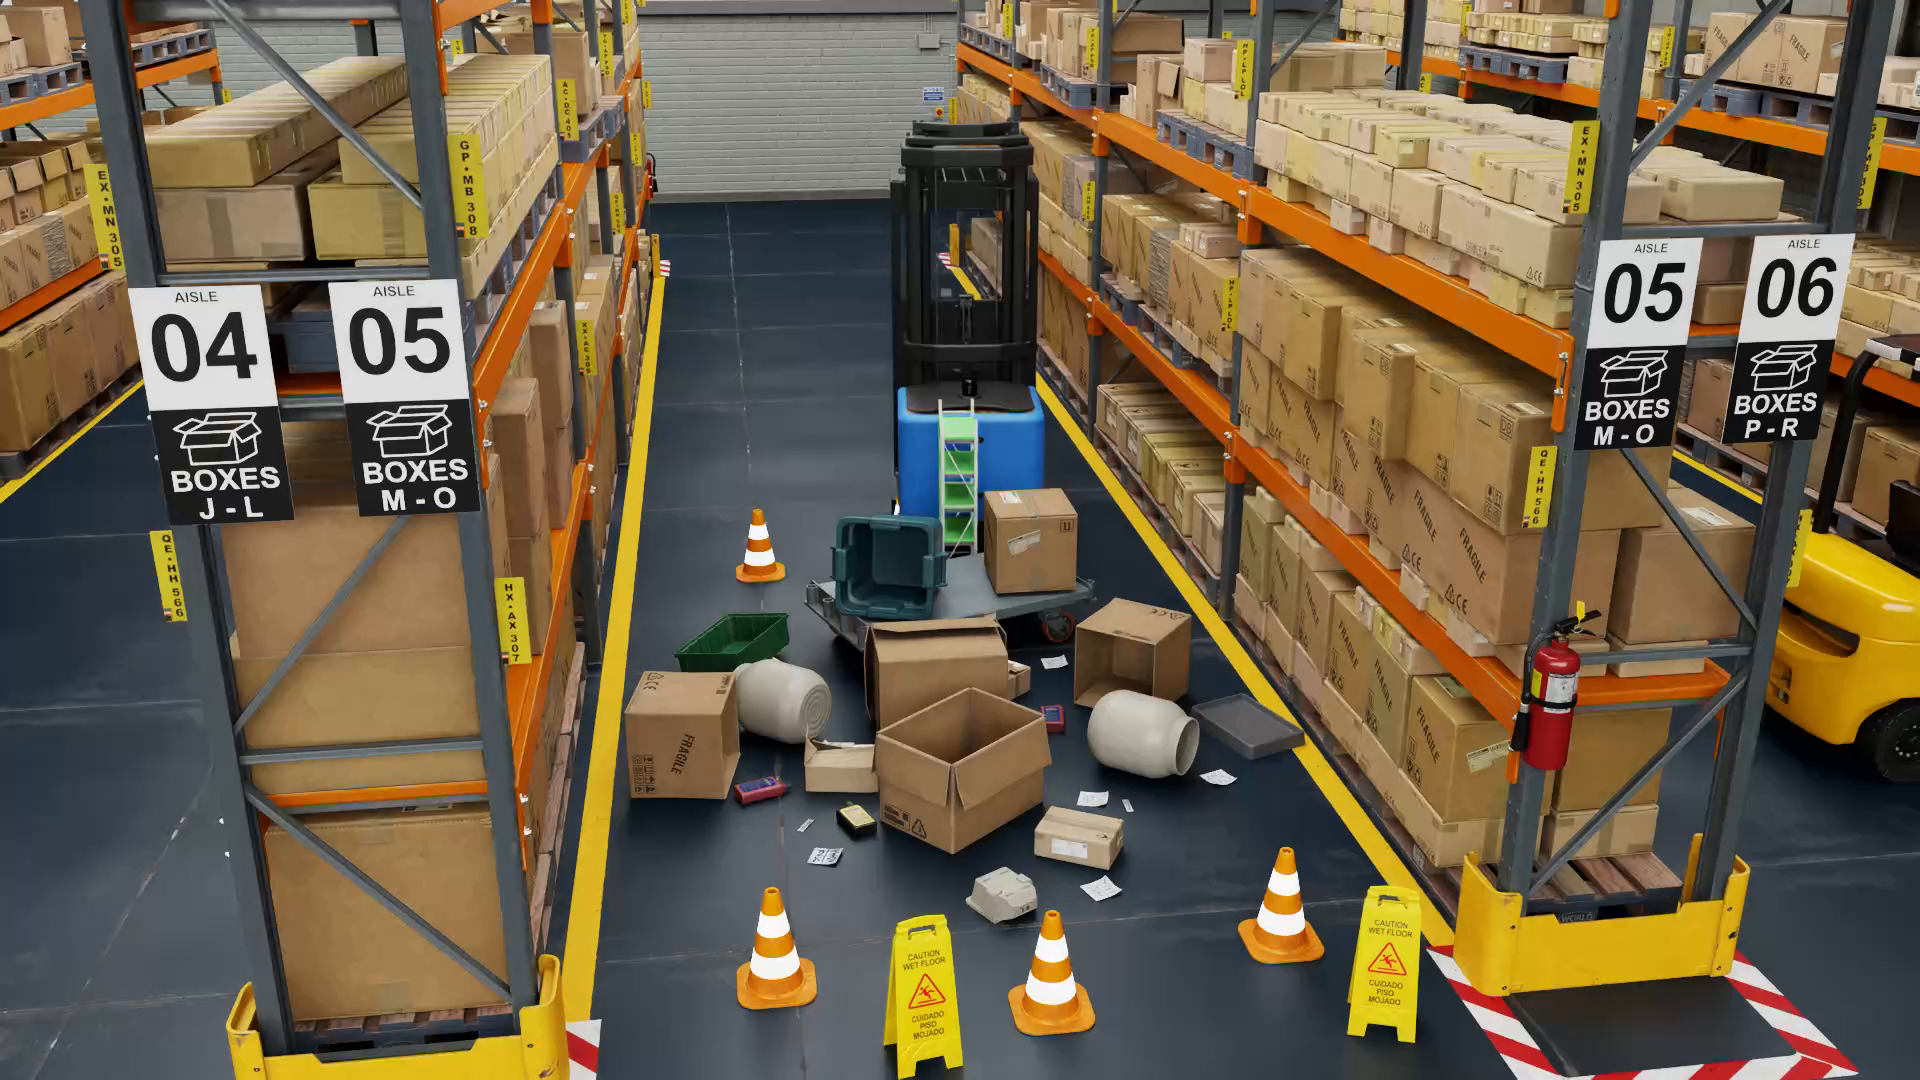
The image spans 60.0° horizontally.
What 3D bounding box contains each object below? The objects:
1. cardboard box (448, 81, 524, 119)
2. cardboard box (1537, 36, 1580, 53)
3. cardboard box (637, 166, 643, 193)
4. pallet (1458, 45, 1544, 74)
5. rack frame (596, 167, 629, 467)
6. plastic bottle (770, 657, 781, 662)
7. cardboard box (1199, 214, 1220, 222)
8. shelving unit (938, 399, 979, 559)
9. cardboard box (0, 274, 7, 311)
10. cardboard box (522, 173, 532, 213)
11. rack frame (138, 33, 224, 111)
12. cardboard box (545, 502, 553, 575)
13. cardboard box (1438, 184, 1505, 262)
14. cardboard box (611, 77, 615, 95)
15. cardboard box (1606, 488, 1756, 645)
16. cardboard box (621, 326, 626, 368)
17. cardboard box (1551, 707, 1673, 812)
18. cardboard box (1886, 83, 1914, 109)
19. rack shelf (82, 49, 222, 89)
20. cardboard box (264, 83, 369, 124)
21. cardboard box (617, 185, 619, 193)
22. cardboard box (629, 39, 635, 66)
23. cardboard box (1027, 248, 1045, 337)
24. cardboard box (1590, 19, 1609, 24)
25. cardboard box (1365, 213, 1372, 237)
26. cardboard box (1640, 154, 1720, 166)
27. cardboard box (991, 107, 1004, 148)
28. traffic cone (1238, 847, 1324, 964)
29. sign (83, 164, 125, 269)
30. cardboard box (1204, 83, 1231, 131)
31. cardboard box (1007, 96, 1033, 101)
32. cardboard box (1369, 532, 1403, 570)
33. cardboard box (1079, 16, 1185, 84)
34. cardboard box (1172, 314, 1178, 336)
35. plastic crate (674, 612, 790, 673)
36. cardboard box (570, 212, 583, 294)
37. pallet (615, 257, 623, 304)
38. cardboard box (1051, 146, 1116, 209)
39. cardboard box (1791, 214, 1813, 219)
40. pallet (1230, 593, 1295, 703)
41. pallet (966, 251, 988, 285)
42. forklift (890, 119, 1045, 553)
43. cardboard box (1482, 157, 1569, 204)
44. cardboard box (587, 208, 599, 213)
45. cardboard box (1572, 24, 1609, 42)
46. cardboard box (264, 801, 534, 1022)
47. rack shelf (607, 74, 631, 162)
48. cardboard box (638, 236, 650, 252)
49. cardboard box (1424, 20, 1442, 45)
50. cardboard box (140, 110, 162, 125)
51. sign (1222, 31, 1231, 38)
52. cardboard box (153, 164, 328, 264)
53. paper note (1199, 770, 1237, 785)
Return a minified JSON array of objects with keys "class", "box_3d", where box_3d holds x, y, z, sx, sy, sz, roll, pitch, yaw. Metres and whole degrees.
[{"class":"cardboard box","box_3d":[-2.103,-1.900,7.206,0.380,0.149,0.250,-3,21,-7]},{"class":"cardboard box","box_3d":[5.848,-4.815,16.149,0.380,0.149,0.250,-2,21,-7]},{"class":"cardboard box","box_3d":[-3.781,-4.119,18.390,0.500,0.500,0.500,-3,21,-9]},{"class":"pallet","box_3d":[5.976,-5.026,17.367,1.213,0.211,1.003,-3,21,-8]},{"class":"rack frame","box_3d":[-3.267,-2.017,13.329,1.000,3.000,0.127,-3,21,-8]},{"class":"plastic bottle","box_3d":[-1.157,0.764,10.083,0.133,0.061,0.283,-15,25,-35]},{"class":"cardboard box","box_3d":[2.116,-2.188,12.619,0.500,0.500,0.500,-4,21,-11]},{"class":"shelving unit","box_3d":[-0.015,-0.309,11.328,0.258,1.200,0.503,-1,20,-2]},{"class":"cardboard box","box_3d":[-7.991,-2.031,13.223,0.500,0.500,0.500,-2,21,-6]},{"class":"cardboard box","box_3d":[-2.101,-1.525,7.340,0.380,0.149,0.250,-3,21,-8]},{"class":"rack frame","box_3d":[-9.343,-4.572,20.169,1.000,3.000,0.127,-3,21,-8]},{"class":"cardboard box","box_3d":[-2.387,-0.015,7.754,0.875,0.550,0.500,-3,21,-8]},{"class":"cardboard box","box_3d":[2.371,-1.345,7.031,0.500,0.250,0.500,-3,21,-8]},{"class":"cardboard box","box_3d":[-3.243,-4.026,14.278,0.500,0.500,0.500,-3,21,-8]},{"class":"cardboard box","box_3d":[2.976,0.104,7.082,0.500,0.500,0.500,-3,21,-9]},{"class":"cardboard box","box_3d":[-3.127,-1.645,14.234,0.500,0.250,0.500,-4,21,-10]},{"class":"cardboard box","box_3d":[2.923,0.907,7.759,0.500,0.500,0.500,-4,21,-10]},{"class":"cardboard box","box_3d":[6.645,-3.065,11.464,0.380,0.149,0.250,-3,21,-8]},{"class":"rack shelf","box_3d":[-9.055,-4.947,17.916,1.077,0.370,4.000,-3,21,-8]},{"class":"cardboard box","box_3d":[-2.755,-1.867,7.116,0.380,0.149,0.250,-3,21,-8]},{"class":"cardboard box","box_3d":[-3.552,-3.401,16.370,0.380,0.149,0.250,-3,21,-7]},{"class":"cardboard box","box_3d":[-3.786,-5.265,17.952,0.500,0.250,0.500,-2,21,-5]},{"class":"cardboard box","box_3d":[1.208,-2.677,17.534,0.875,0.875,0.875,-2,21,-6]},{"class":"cardboard box","box_3d":[6.358,-4.978,16.162,0.380,0.149,0.250,-2,21,-6]},{"class":"cardboard box","box_3d":[2.217,-1.549,8.148,0.380,0.149,0.250,-3,21,-7]},{"class":"cardboard box","box_3d":[2.893,-1.502,6.884,0.380,0.149,0.250,-3,21,-8]},{"class":"cardboard box","box_3d":[0.634,-4.527,18.479,0.500,0.500,0.500,-3,21,-9]},{"class":"traffic cone","box_3d":[1.431,1.573,7.344,0.336,0.463,0.334,-3,21,-8]},{"class":"sign","box_3d":[-2.653,-1.007,5.187,0.100,0.325,0.005,-3,21,-8]},{"class":"cardboard box","box_3d":[1.898,-2.819,10.803,0.500,0.250,0.500,-3,21,-7]},{"class":"cardboard box","box_3d":[0.724,-4.780,18.228,0.380,0.149,0.250,-3,21,-8]},{"class":"cardboard box","box_3d":[2.250,0.028,8.213,0.380,0.149,0.250,-3,21,-8]},{"class":"cardboard box","box_3d":[1.413,-4.075,13.804,0.797,0.503,0.637,-4,21,-11]},{"class":"cardboard box","box_3d":[1.713,-1.514,11.741,0.380,0.149,0.250,-3,21,-8]},{"class":"plastic crate","box_3d":[-1.369,0.652,10.119,0.450,0.188,0.662,-2,18,24]},{"class":"cardboard box","box_3d":[-3.062,-2.024,11.775,0.700,0.500,0.500,-3,21,-9]},{"class":"pallet","box_3d":[-3.475,-2.168,14.009,1.213,0.211,1.003,-3,21,-8]},{"class":"cardboard box","box_3d":[1.136,-3.332,15.279,0.500,0.500,0.500,-3,21,-8]},{"class":"cardboard box","box_3d":[6.900,-2.624,13.884,0.380,0.149,0.250,-3,21,-8]},{"class":"pallet","box_3d":[2.325,0.620,10.254,1.003,0.211,1.213,-3,21,-8]},{"class":"pallet","box_3d":[0.656,-3.492,21.265,1.003,0.211,1.213,-3,21,-8]},{"class":"forklift","box_3d":[0.022,-1.744,12.695,1.130,2.935,3.031,-1,20,-2]},{"class":"cardboard box","box_3d":[2.375,-1.474,6.807,0.380,0.149,0.250,-3,21,-8]},{"class":"cardboard box","box_3d":[-3.215,-2.723,14.127,0.380,0.149,0.250,-3,21,-8]},{"class":"cardboard box","box_3d":[5.998,-4.768,15.626,0.380,0.149,0.250,-3,21,-8]},{"class":"cardboard box","box_3d":[-2.277,1.320,6.831,0.875,0.875,0.875,-3,21,-7]},{"class":"rack shelf","box_3d":[-3.556,-3.778,14.784,1.077,0.370,4.000,-3,21,-8]},{"class":"cardboard box","box_3d":[-3.951,-3.583,20.147,0.380,0.149,0.250,-3,21,-9]},{"class":"cardboard box","box_3d":[5.549,-5.746,18.816,0.500,0.250,0.500,-4,21,-10]},{"class":"cardboard box","box_3d":[-9.469,-4.639,19.067,0.500,0.500,0.500,-3,21,-9]},{"class":"sign","box_3d":[2.154,-3.976,13.548,0.100,0.325,0.005,-3,21,-8]},{"class":"cardboard box","box_3d":[-2.461,-1.120,5.688,0.500,0.250,0.500,-3,21,-7]},{"class":"paper note","box_3d":[1.371,1.255,8.813,0.142,0.019,0.148,-11,23,-26]}]
